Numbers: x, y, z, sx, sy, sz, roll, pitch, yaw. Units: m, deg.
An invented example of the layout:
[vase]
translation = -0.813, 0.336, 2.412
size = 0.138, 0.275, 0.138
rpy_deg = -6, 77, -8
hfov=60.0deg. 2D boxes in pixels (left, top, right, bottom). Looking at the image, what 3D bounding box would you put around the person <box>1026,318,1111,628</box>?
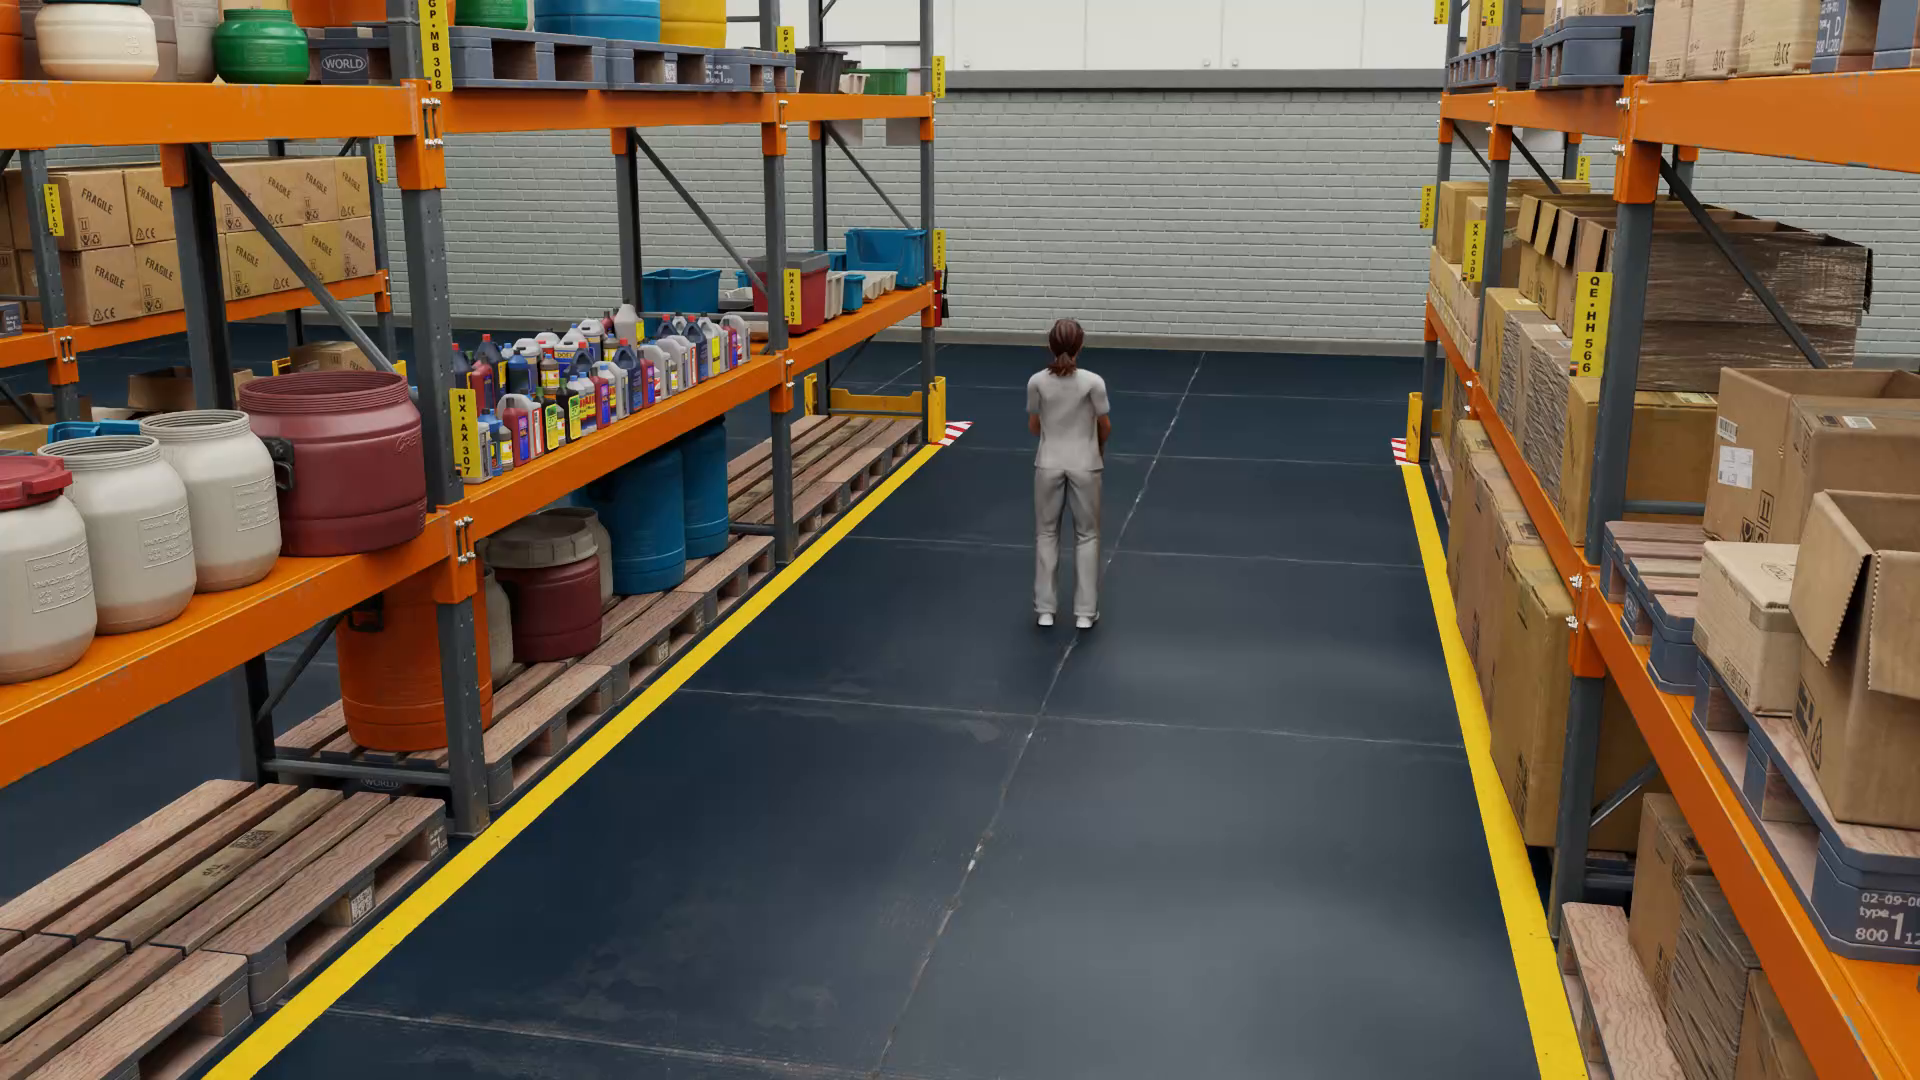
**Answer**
[person]
translation = 0.585, -0.373, 8.946
size = 0.447, 1.666, 0.548
rpy_deg = 3, 15, 11
